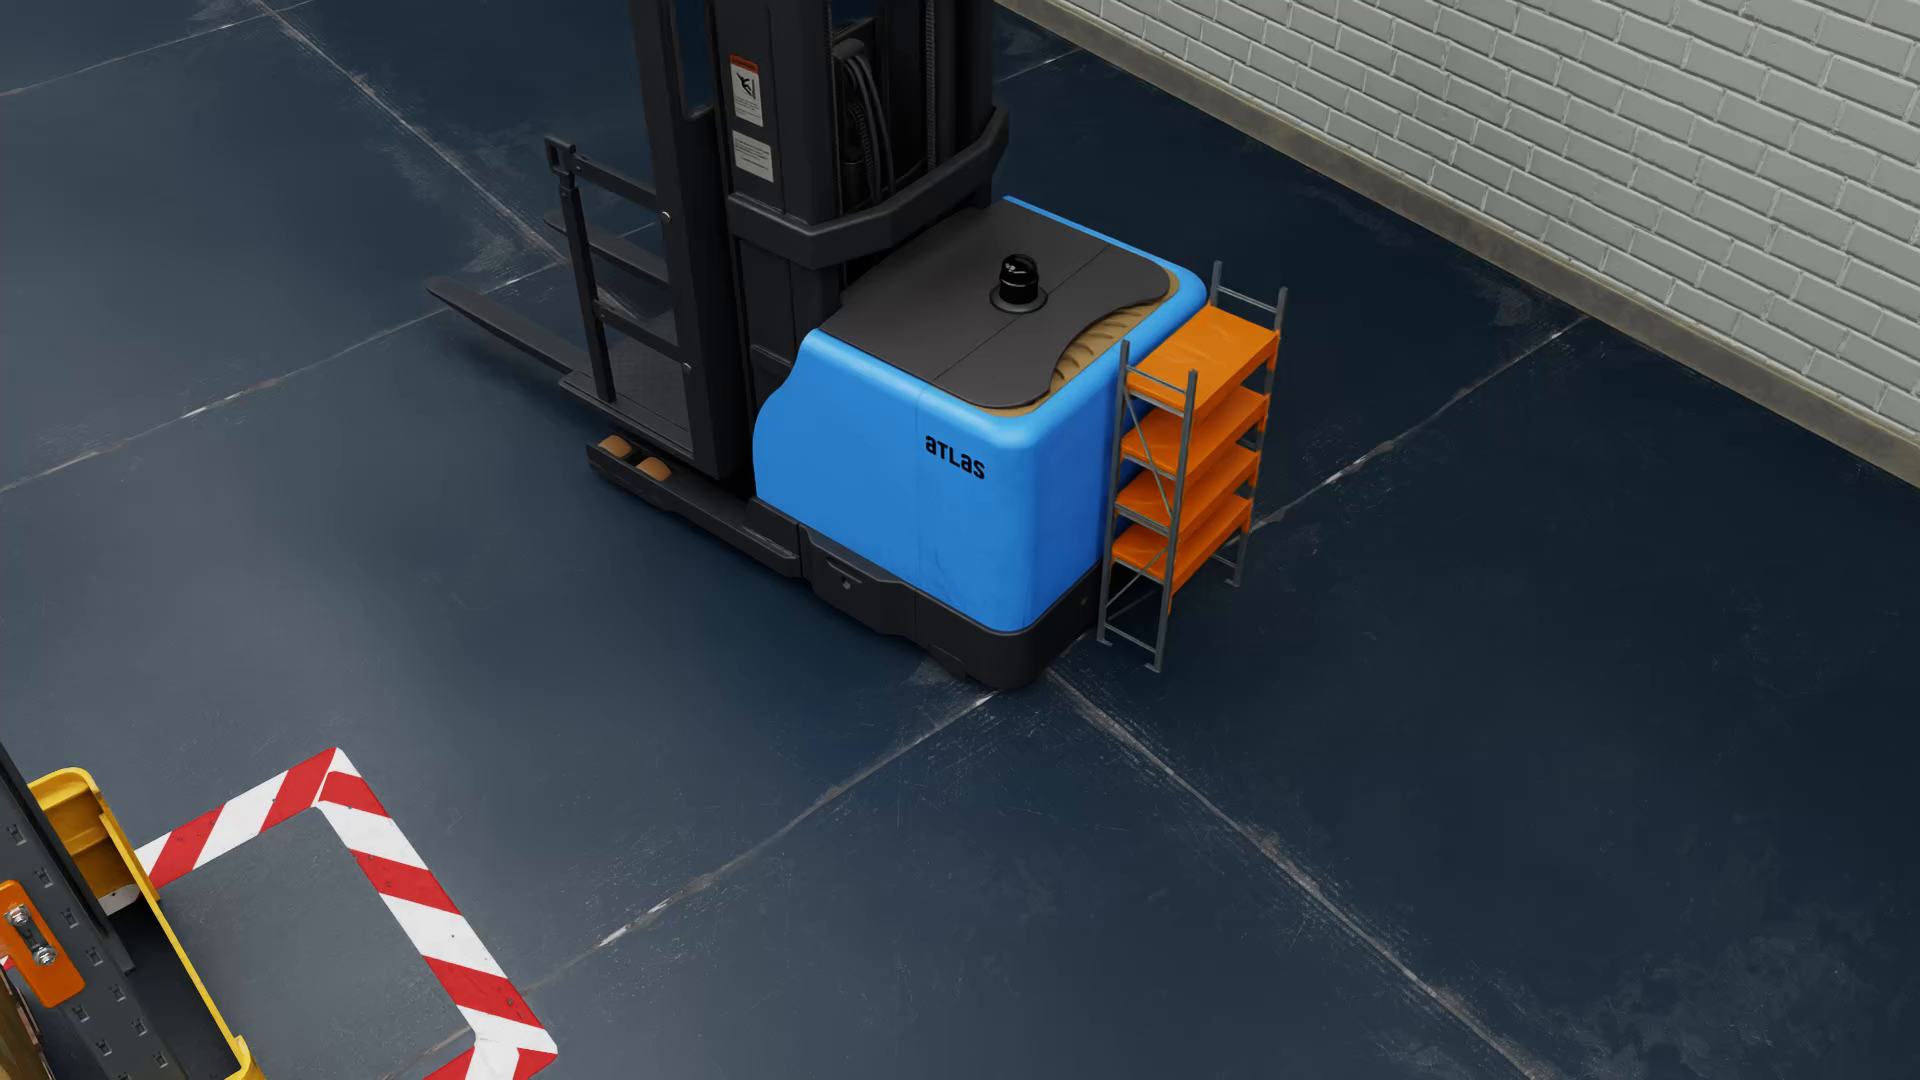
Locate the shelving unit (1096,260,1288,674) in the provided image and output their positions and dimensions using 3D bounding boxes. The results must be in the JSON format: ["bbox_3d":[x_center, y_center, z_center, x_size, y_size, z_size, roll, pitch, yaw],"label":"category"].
[{"bbox_3d":[0.692,-0.196,5.083,0.258,1.200,0.503,28,50,27],"label":"shelving unit"}]

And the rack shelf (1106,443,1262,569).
[{"bbox_3d":[0.692,-0.147,5.129,0.258,0.148,0.480,28,50,27],"label":"rack shelf"}]

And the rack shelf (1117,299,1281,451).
[{"bbox_3d":[0.692,-0.483,4.813,0.258,0.148,0.480,28,50,27],"label":"rack shelf"}]

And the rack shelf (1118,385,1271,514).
[{"bbox_3d":[0.692,-0.310,4.975,0.258,0.148,0.480,28,50,27],"label":"rack shelf"}]

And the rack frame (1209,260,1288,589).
[{"bbox_3d":[0.842,-0.328,5.223,0.240,1.200,0.015,28,50,27],"label":"rack frame"}]

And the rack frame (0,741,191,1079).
[{"bbox_3d":[-2.104,0.245,3.298,0.127,3.000,1.000,-30,51,-28],"label":"rack frame"}]

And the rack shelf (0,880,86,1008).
[{"bbox_3d":[-3.638,1.385,2.609,4.000,0.370,1.077,-30,51,-28],"label":"rack shelf"}]

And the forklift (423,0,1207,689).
[{"bbox_3d":[-0.704,-1.449,5.152,3.031,2.935,1.130,28,50,27],"label":"forklift"}]

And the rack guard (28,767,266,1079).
[{"bbox_3d":[-2.085,1.145,4.165,0.348,0.500,1.175,-30,51,-28],"label":"rack guard"}]

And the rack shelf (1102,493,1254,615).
[{"bbox_3d":[0.692,-0.002,5.264,0.258,0.148,0.480,28,50,27],"label":"rack shelf"}]

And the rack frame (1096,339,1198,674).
[{"bbox_3d":[0.543,-0.064,4.942,0.240,1.200,0.015,28,50,27],"label":"rack frame"}]

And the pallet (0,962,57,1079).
[{"bbox_3d":[-2.667,1.654,3.835,1.213,0.211,1.003,-30,51,-28],"label":"pallet"}]
